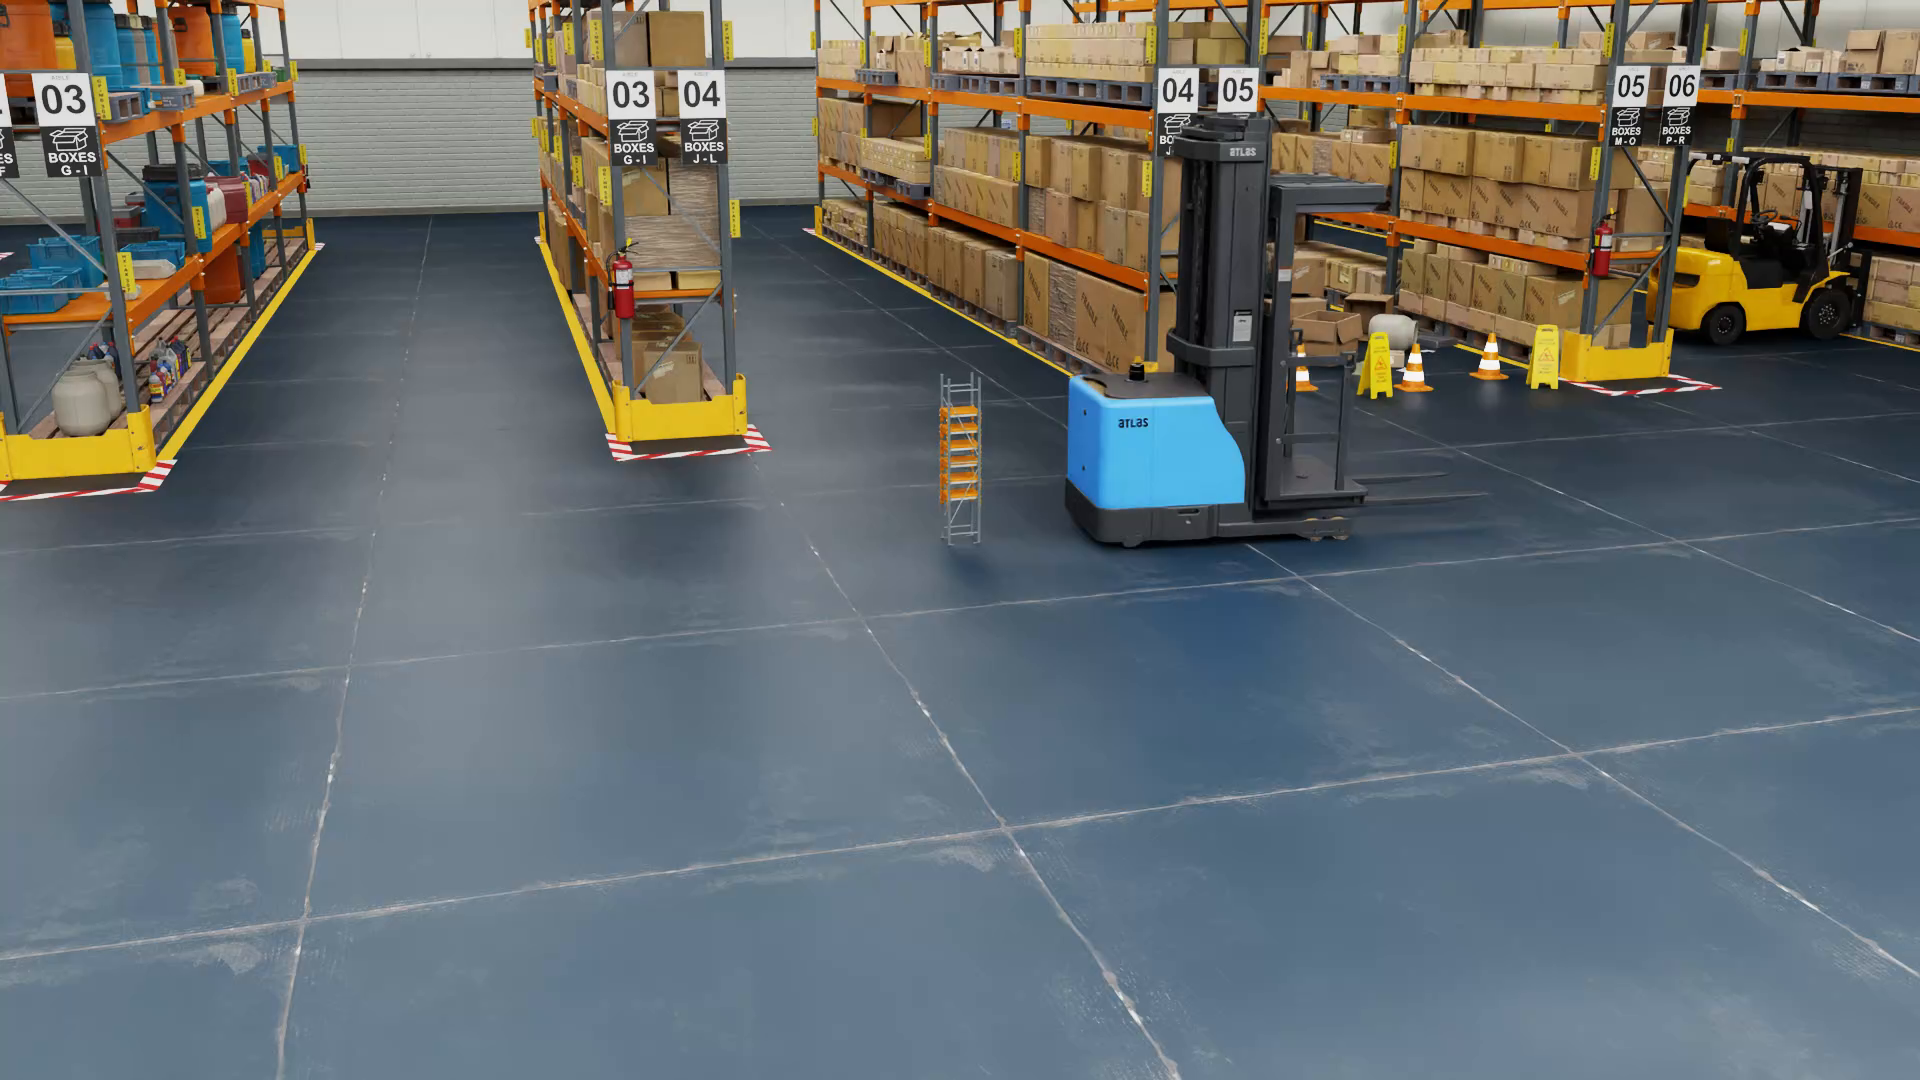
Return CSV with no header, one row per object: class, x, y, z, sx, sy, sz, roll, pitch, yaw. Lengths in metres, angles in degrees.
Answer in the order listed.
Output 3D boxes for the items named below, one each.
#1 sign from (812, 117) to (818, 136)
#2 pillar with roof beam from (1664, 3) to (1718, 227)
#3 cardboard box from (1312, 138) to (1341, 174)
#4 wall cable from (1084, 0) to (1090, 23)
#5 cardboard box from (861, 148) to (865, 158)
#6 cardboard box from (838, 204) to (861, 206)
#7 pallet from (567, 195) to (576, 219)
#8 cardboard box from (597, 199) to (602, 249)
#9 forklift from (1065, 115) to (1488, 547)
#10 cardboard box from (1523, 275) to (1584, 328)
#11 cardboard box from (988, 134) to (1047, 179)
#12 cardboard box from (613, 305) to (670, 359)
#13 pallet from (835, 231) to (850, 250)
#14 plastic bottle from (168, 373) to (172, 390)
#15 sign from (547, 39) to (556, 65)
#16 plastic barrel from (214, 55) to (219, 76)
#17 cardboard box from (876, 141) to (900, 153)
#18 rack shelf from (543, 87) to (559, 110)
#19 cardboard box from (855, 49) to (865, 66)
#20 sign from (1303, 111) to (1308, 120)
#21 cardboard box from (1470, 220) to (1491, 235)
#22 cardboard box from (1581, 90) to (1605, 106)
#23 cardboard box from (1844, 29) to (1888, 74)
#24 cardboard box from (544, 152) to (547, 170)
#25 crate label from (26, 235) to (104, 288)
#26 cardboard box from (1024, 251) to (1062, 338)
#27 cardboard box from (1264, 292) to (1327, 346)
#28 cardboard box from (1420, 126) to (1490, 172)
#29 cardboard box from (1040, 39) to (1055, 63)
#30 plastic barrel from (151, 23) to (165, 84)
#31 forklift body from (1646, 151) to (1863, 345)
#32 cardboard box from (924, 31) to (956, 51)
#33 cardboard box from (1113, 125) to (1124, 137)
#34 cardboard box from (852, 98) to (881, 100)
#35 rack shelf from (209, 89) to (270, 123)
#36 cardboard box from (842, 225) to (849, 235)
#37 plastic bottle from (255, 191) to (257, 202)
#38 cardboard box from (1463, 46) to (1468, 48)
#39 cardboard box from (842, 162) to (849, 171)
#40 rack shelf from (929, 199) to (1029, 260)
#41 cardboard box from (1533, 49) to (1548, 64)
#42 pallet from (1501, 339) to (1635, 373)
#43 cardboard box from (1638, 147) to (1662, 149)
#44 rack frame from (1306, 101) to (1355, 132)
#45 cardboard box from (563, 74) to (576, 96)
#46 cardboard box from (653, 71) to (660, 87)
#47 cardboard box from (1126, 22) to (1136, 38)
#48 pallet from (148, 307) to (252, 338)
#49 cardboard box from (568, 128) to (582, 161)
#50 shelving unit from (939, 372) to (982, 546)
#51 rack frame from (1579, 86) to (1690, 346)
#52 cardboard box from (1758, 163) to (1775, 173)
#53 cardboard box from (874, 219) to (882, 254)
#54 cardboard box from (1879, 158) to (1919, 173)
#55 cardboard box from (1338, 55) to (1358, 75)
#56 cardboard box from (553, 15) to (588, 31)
sign,-2.640,-7.544,30.348,0.100,0.325,0.005,-5,17,-15
pillar with roof beam,6.669,-8.016,22.996,9.100,9.000,0.400,-5,17,-15
cardboard box,5.145,-5.199,22.624,0.500,0.500,0.500,-5,18,-17
wall cable,4.192,-12.303,37.201,2.988,3.039,0.133,-5,17,-15
cardboard box,-1.353,-6.144,26.382,0.380,0.149,0.250,-4,17,-14
cardboard box,-1.949,-5.835,29.356,0.380,0.149,0.250,-4,17,-13
pallet,-4.418,-4.315,21.436,1.213,0.211,1.003,-5,17,-15
cardboard box,-3.117,-3.137,16.491,0.875,0.500,0.500,-5,17,-15
forklift,2.358,-1.541,11.987,3.031,2.935,1.130,-3,17,-10
cardboard box,6.540,-2.610,18.175,0.500,0.500,0.500,-5,17,-15
cardboard box,0.756,-4.799,20.802,0.700,0.500,0.500,-5,17,-15
cardboard box,-3.381,-2.221,17.748,0.500,0.500,0.500,1,17,2
pallet,-1.576,-5.252,29.068,1.003,0.211,1.213,-5,17,-15
plastic bottle,-7.628,-1.538,15.956,0.097,0.201,0.097,0,17,0
sign,-5.252,-6.276,21.381,0.100,0.325,0.005,-5,17,-15
plastic barrel,-9.549,-6.078,21.300,0.294,0.245,0.294,0,17,0
cardboard box,-1.065,-5.999,25.381,0.380,0.149,0.250,-5,17,-16
rack shelf,-5.266,-6.241,23.550,1.077,0.370,4.000,-5,17,-15
cardboard box,-1.390,-7.778,26.809,0.500,0.250,0.500,-6,18,-18
sign,6.863,-8.357,33.054,0.100,0.325,0.005,-5,17,-15
cardboard box,6.128,-3.618,19.218,0.380,0.149,0.250,-5,17,-15
cardboard box,6.644,-4.559,17.138,0.380,0.149,0.250,-5,17,-15
cardboard box,11.117,-5.854,19.929,0.797,0.503,0.637,-4,17,-13
cardboard box,-6.474,-6.158,26.982,0.500,0.250,0.500,-4,17,-14
crate label,-8.046,-2.496,14.985,0.502,0.435,0.616,-5,17,-15
cardboard box,1.285,-2.857,19.213,0.875,0.875,0.875,-4,17,-14
cardboard box,3.829,-2.579,19.428,0.797,0.637,0.503,-5,17,-15
cardboard box,5.943,-4.660,19.822,0.700,0.500,0.500,-5,17,-15
cardboard box,1.185,-5.313,18.050,0.500,0.250,0.500,-5,17,-16
plastic barrel,-9.282,-5.421,18.824,0.600,0.830,0.708,-5,17,-15
forklift body,9.507,-3.533,19.976,2.313,2.155,1.214,-5,17,-15
cardboard box,-0.281,-6.902,22.997,0.396,0.266,0.258,-5,17,-15
cardboard box,3.037,-7.402,29.468,0.500,0.500,0.500,-4,17,-15
cardboard box,-1.614,-7.595,29.592,0.500,0.500,0.500,-5,18,-17
rack shelf,-10.028,-5.849,22.247,1.077,0.370,4.000,-5,17,-15
cardboard box,-1.844,-5.411,28.978,0.380,0.149,0.250,-5,17,-15
plastic bottle,-9.761,-4.760,22.929,0.097,0.201,0.097,0,17,0
cardboard box,8.565,-8.118,27.566,0.380,0.149,0.250,-5,17,-15
cardboard box,-1.821,-6.433,28.591,0.380,0.149,0.250,-4,17,-14
rack shelf,0.630,-4.062,21.511,1.077,0.370,4.000,-5,17,-15
cardboard box,6.431,-5.220,17.954,0.380,0.149,0.250,-5,17,-15
pallet,6.800,-2.079,18.507,1.003,0.211,1.213,-5,17,-15
cardboard box,9.917,-5.599,24.076,0.380,0.149,0.250,-5,17,-15
rack frame,7.385,-7.985,33.322,1.000,3.000,0.127,-5,17,-15
cardboard box,-4.541,-5.527,20.183,0.500,0.250,0.500,-4,17,-14
cardboard box,-2.853,-4.072,14.647,0.380,0.149,0.250,-5,18,-17
cardboard box,1.793,-4.830,15.749,0.380,0.149,0.250,-5,17,-15
pallet,-9.303,-2.651,20.411,1.003,0.211,1.213,-5,17,-15
cardboard box,-4.902,-5.327,22.556,0.797,0.503,0.637,-4,17,-13
shelving unit,0.004,-0.571,11.766,0.258,1.200,0.189,-5,17,-15
rack frame,7.011,-3.166,17.278,1.000,3.000,0.127,-5,17,-15
cardboard box,10.590,-4.844,21.563,0.380,0.149,0.250,-4,17,-14
cardboard box,-1.071,-4.845,26.481,0.500,0.500,0.500,-4,17,-13
cardboard box,11.110,-4.417,19.624,0.380,0.149,0.250,-4,17,-14
cardboard box,5.338,-6.270,21.928,0.500,0.250,0.500,-4,17,-15
cardboard box,-6.068,-8.055,25.959,0.500,0.250,0.500,-6,18,-19
